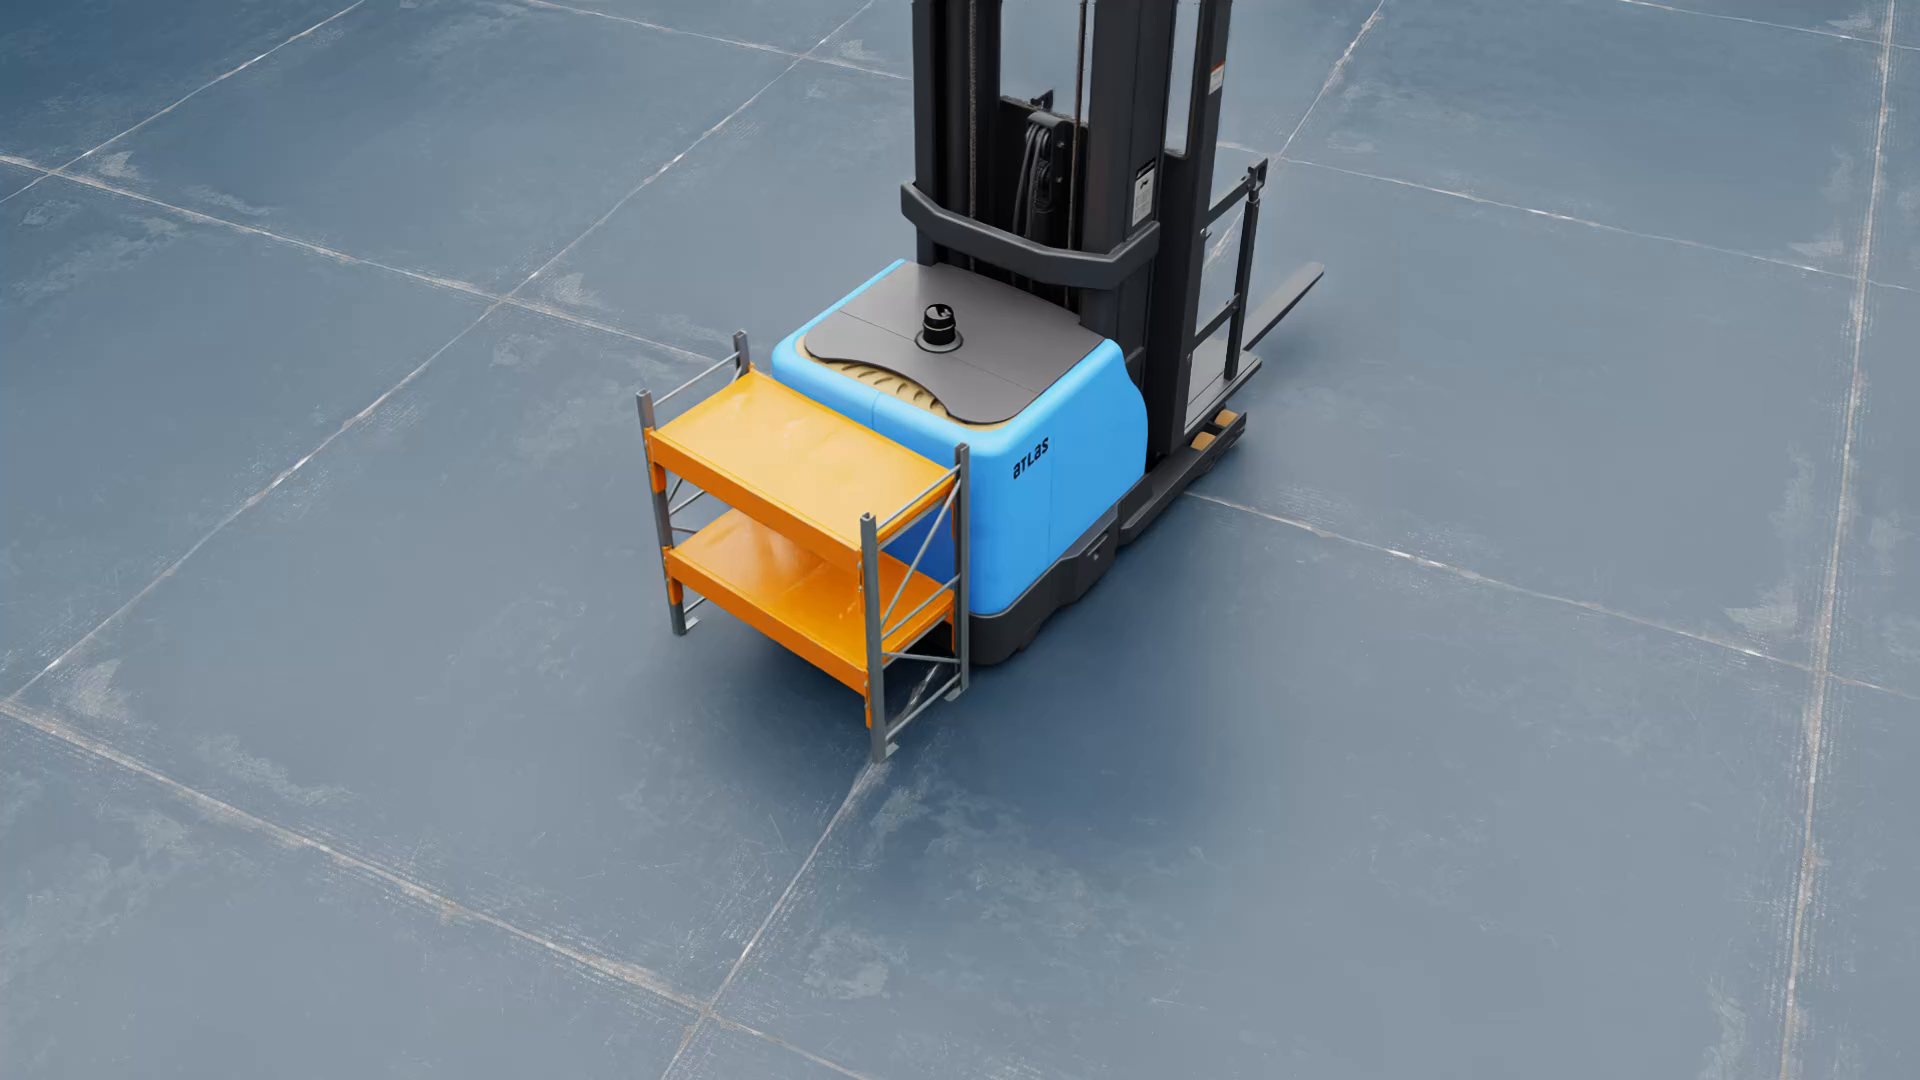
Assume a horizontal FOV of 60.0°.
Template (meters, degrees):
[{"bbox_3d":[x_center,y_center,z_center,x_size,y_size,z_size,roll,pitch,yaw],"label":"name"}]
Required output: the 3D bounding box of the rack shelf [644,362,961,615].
[{"bbox_3d":[-0.531,-0.198,5.673,1.000,0.278,0.538,28,48,29],"label":"rack shelf"}]

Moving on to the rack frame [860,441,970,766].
[{"bbox_3d":[-0.139,0.235,5.620,0.032,1.125,0.500,28,48,29],"label":"rack frame"}]

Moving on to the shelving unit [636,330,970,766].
[{"bbox_3d":[-0.531,0.023,5.864,1.048,1.125,0.538,28,48,29],"label":"shelving unit"}]

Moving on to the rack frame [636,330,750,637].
[{"bbox_3d":[-0.923,-0.189,6.109,0.032,1.125,0.500,28,48,29],"label":"rack frame"}]

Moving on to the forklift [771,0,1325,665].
[{"bbox_3d":[0.581,-1.570,6.324,1.130,2.935,3.031,25,47,26],"label":"forklift"}]

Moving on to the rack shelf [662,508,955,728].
[{"bbox_3d":[-0.531,0.208,6.024,1.000,0.278,0.538,28,48,29],"label":"rack shelf"}]
